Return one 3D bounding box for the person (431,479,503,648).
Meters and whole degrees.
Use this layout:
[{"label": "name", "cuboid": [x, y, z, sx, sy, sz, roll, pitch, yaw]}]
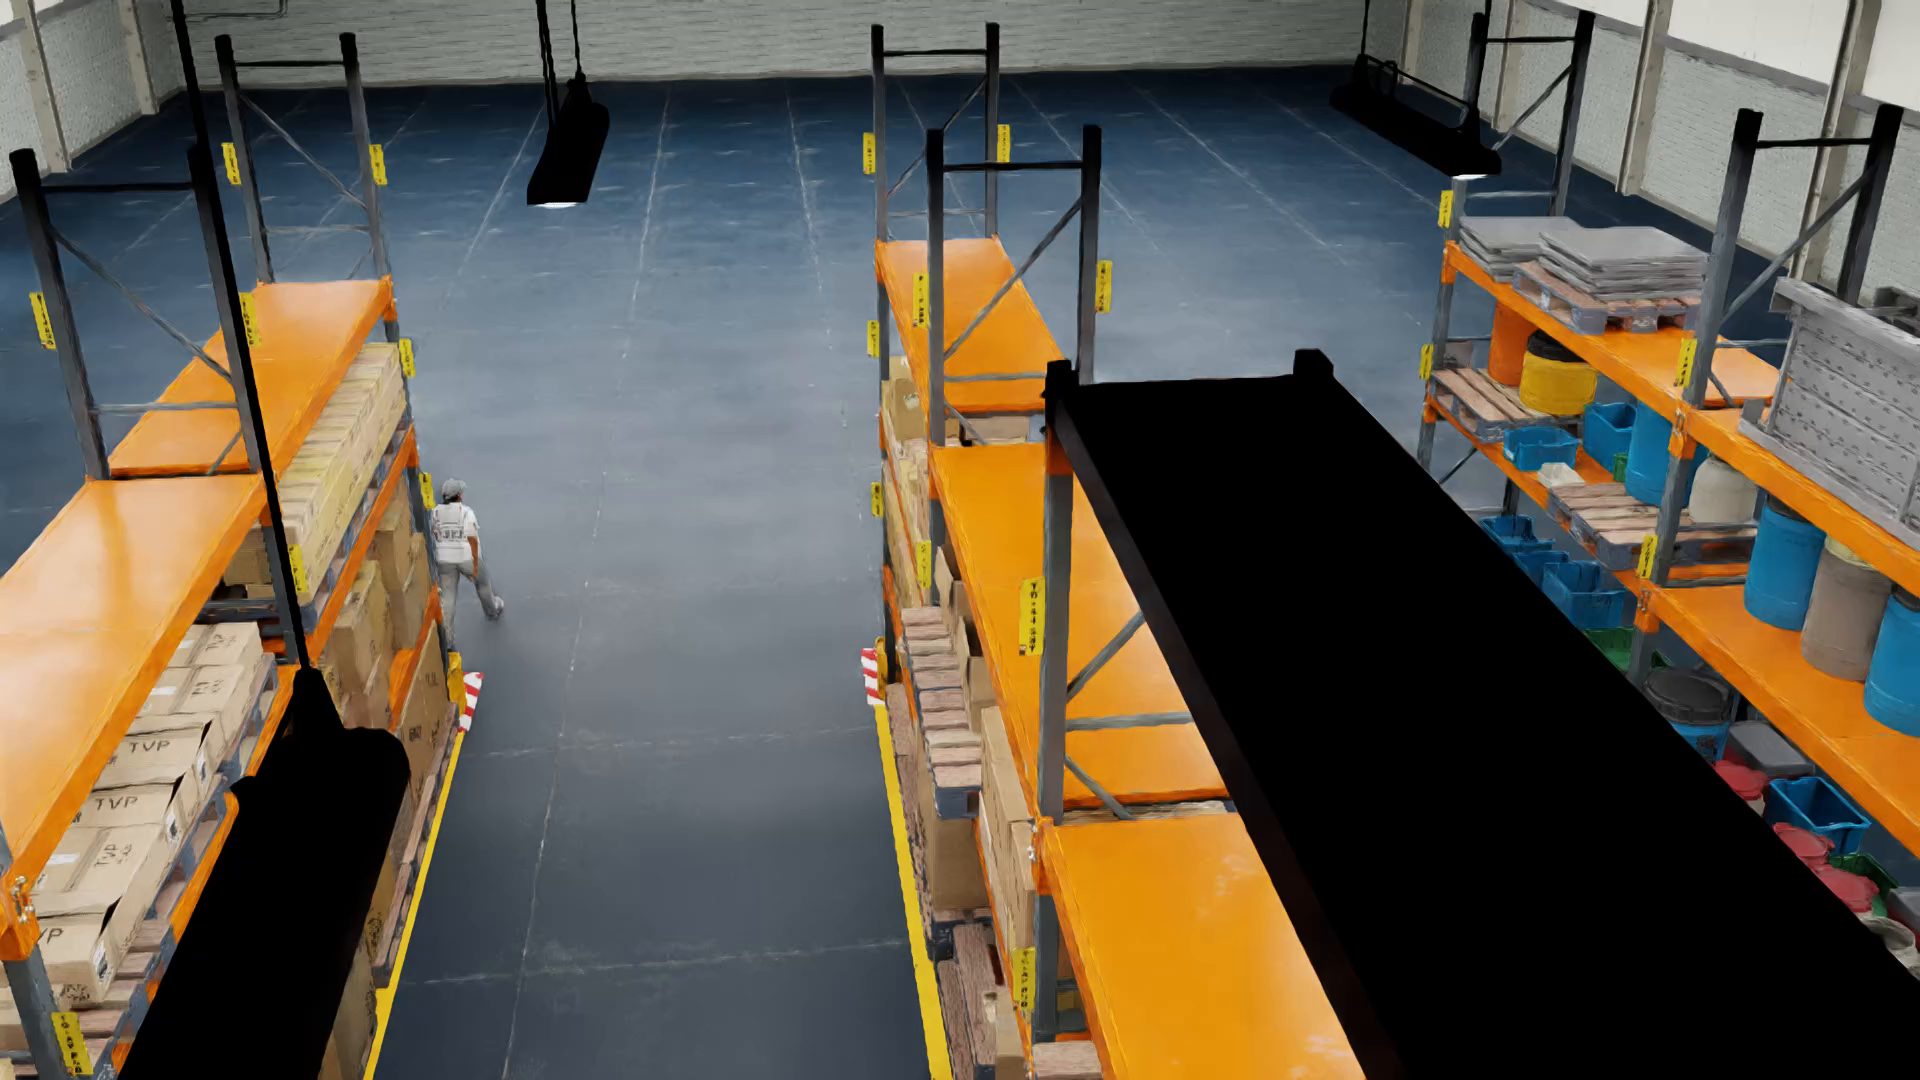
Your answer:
[{"label": "person", "cuboid": [-4.906, 0.159, 16.289, 0.477, 1.597, 0.994, 1, 26, 2]}]
